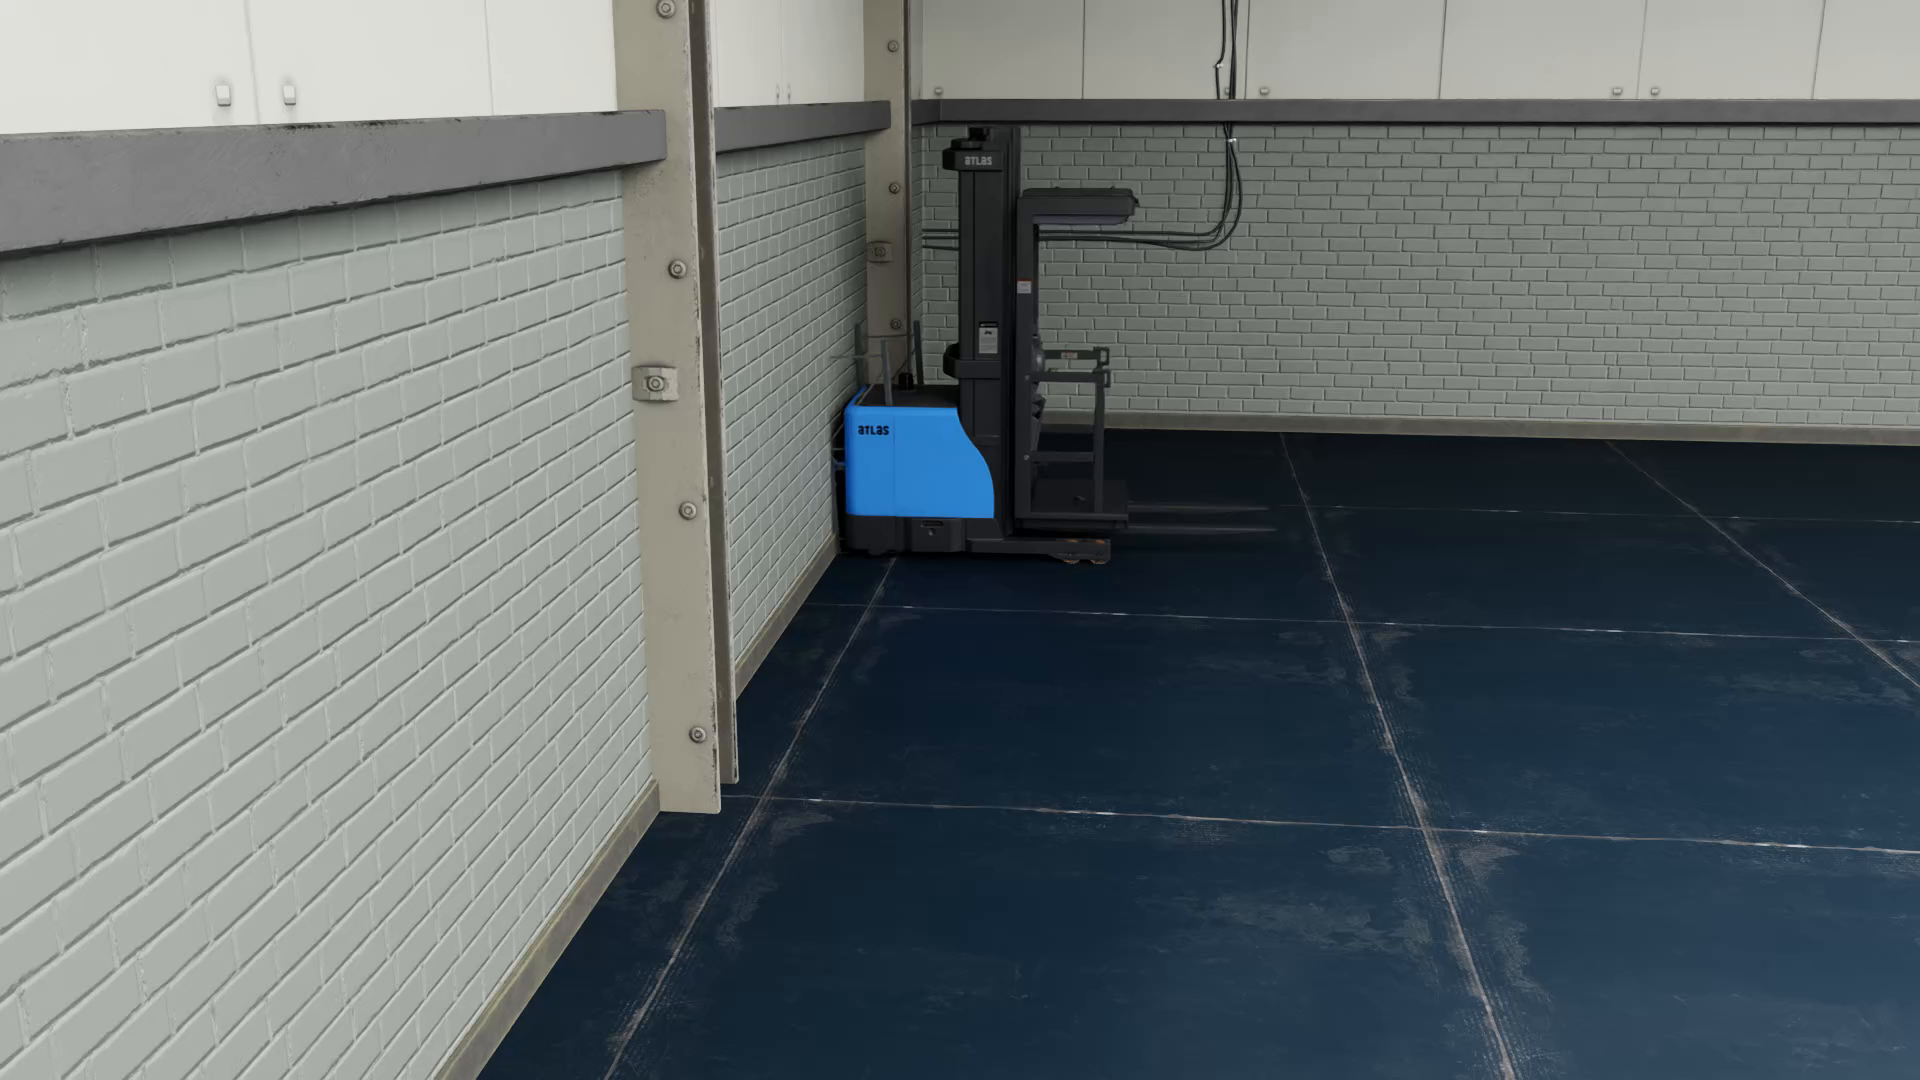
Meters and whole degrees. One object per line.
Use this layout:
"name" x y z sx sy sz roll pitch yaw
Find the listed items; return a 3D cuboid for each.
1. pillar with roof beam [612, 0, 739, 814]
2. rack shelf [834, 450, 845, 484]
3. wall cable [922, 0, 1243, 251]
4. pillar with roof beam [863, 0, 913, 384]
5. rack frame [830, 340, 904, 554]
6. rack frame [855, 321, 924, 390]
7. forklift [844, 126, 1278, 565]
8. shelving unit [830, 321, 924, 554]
"pillar with roof beam" 3.047 -3.029 6.124 9.100 9.000 0.400 2 15 6
"rack shelf" -0.583 -0.591 12.116 0.538 0.185 1.000 -1 15 12
"wall cable" 1.093 -3.938 15.435 3.097 2.526 0.112 2 15 6
"pillar with roof beam" 3.724 -4.585 11.879 9.100 9.000 0.400 2 15 6
"rack frame" -0.693 -0.636 11.590 0.500 1.500 0.032 -1 15 12
"rack frame" -0.498 -0.894 12.554 0.500 1.500 0.032 -1 15 12
"forklift" 0.728 -1.388 11.682 3.031 2.935 1.130 1 15 5
"shelving unit" -0.595 -0.765 12.072 0.538 1.500 1.048 -1 15 12
